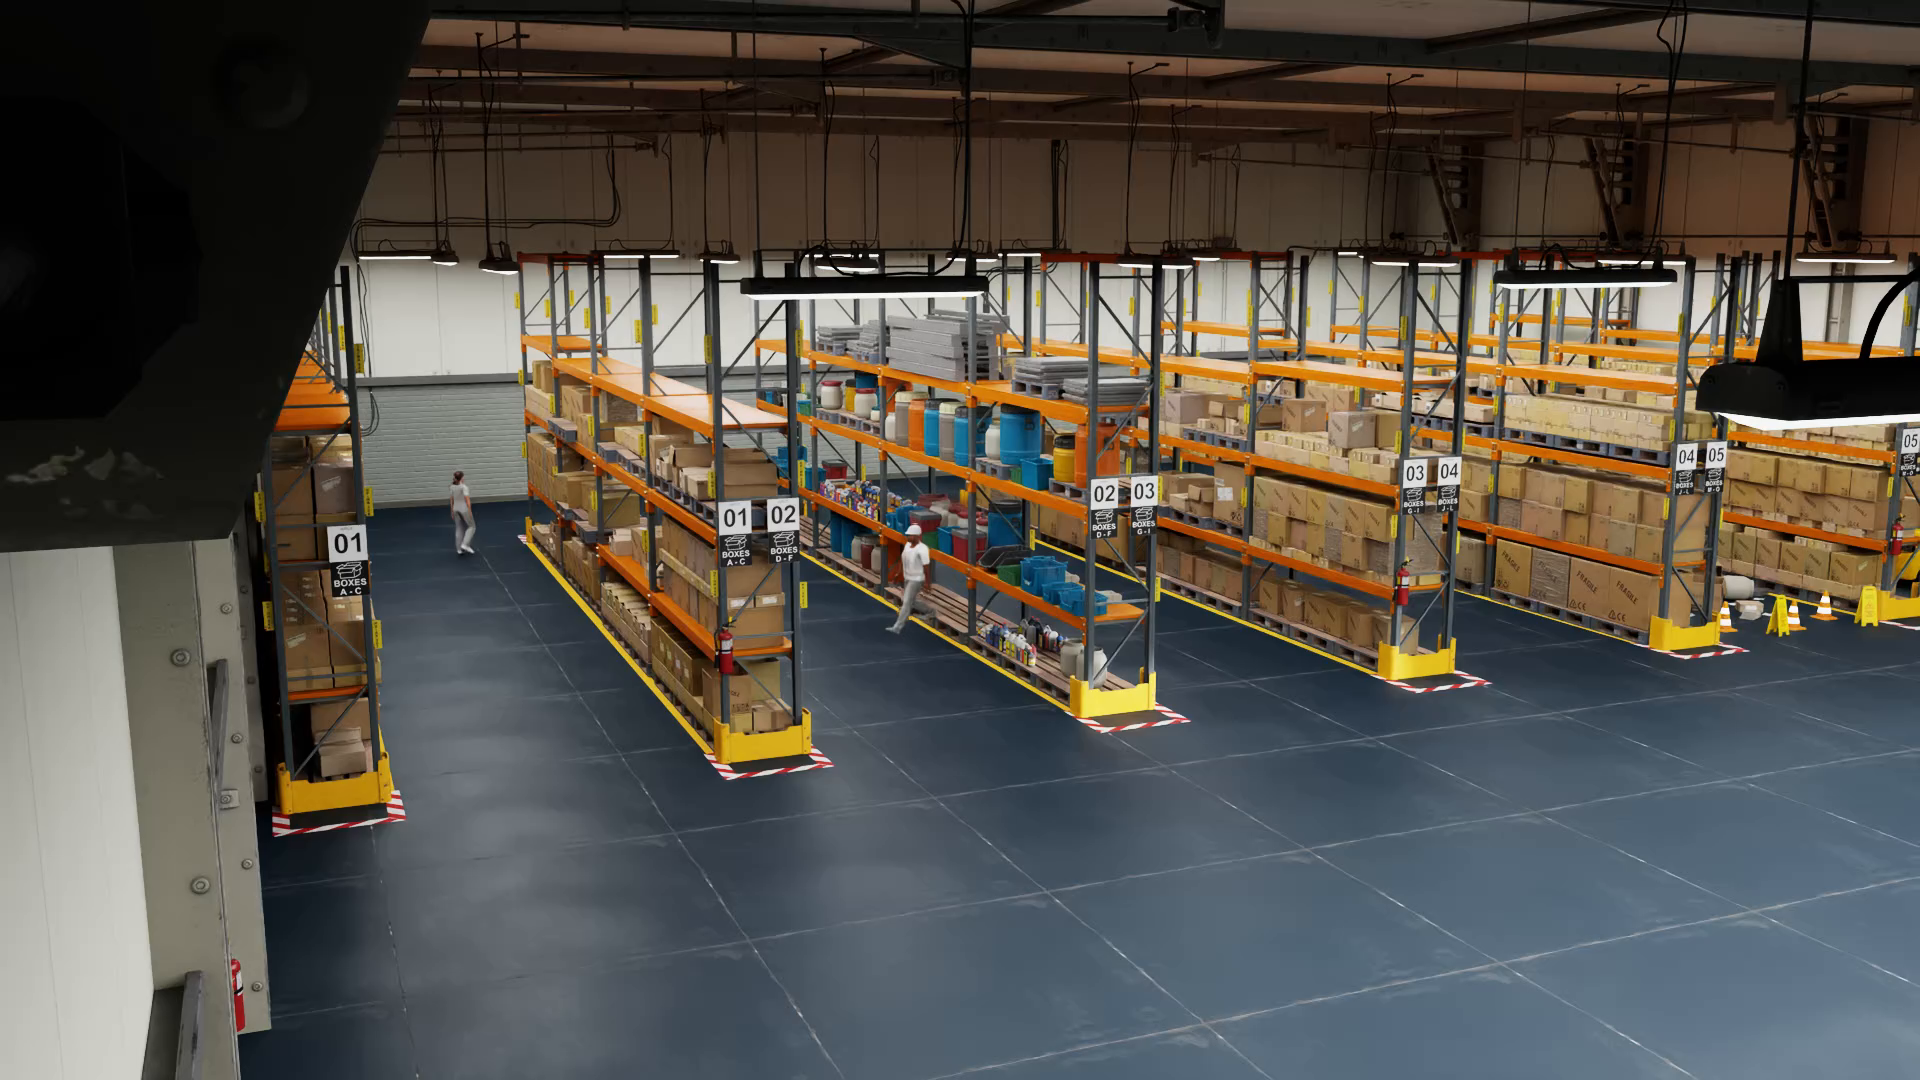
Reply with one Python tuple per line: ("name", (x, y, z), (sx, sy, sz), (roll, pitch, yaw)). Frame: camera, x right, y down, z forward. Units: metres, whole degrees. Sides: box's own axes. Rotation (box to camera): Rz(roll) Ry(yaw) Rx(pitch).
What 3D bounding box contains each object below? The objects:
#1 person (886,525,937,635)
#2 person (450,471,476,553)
("person", (-0.796, 0.607, 26.271), (1.015, 1.708, 0.593), (-4, 11, -23))
("person", (-10.026, -0.552, 33.412), (0.501, 1.673, 0.439), (4, 11, 19))
